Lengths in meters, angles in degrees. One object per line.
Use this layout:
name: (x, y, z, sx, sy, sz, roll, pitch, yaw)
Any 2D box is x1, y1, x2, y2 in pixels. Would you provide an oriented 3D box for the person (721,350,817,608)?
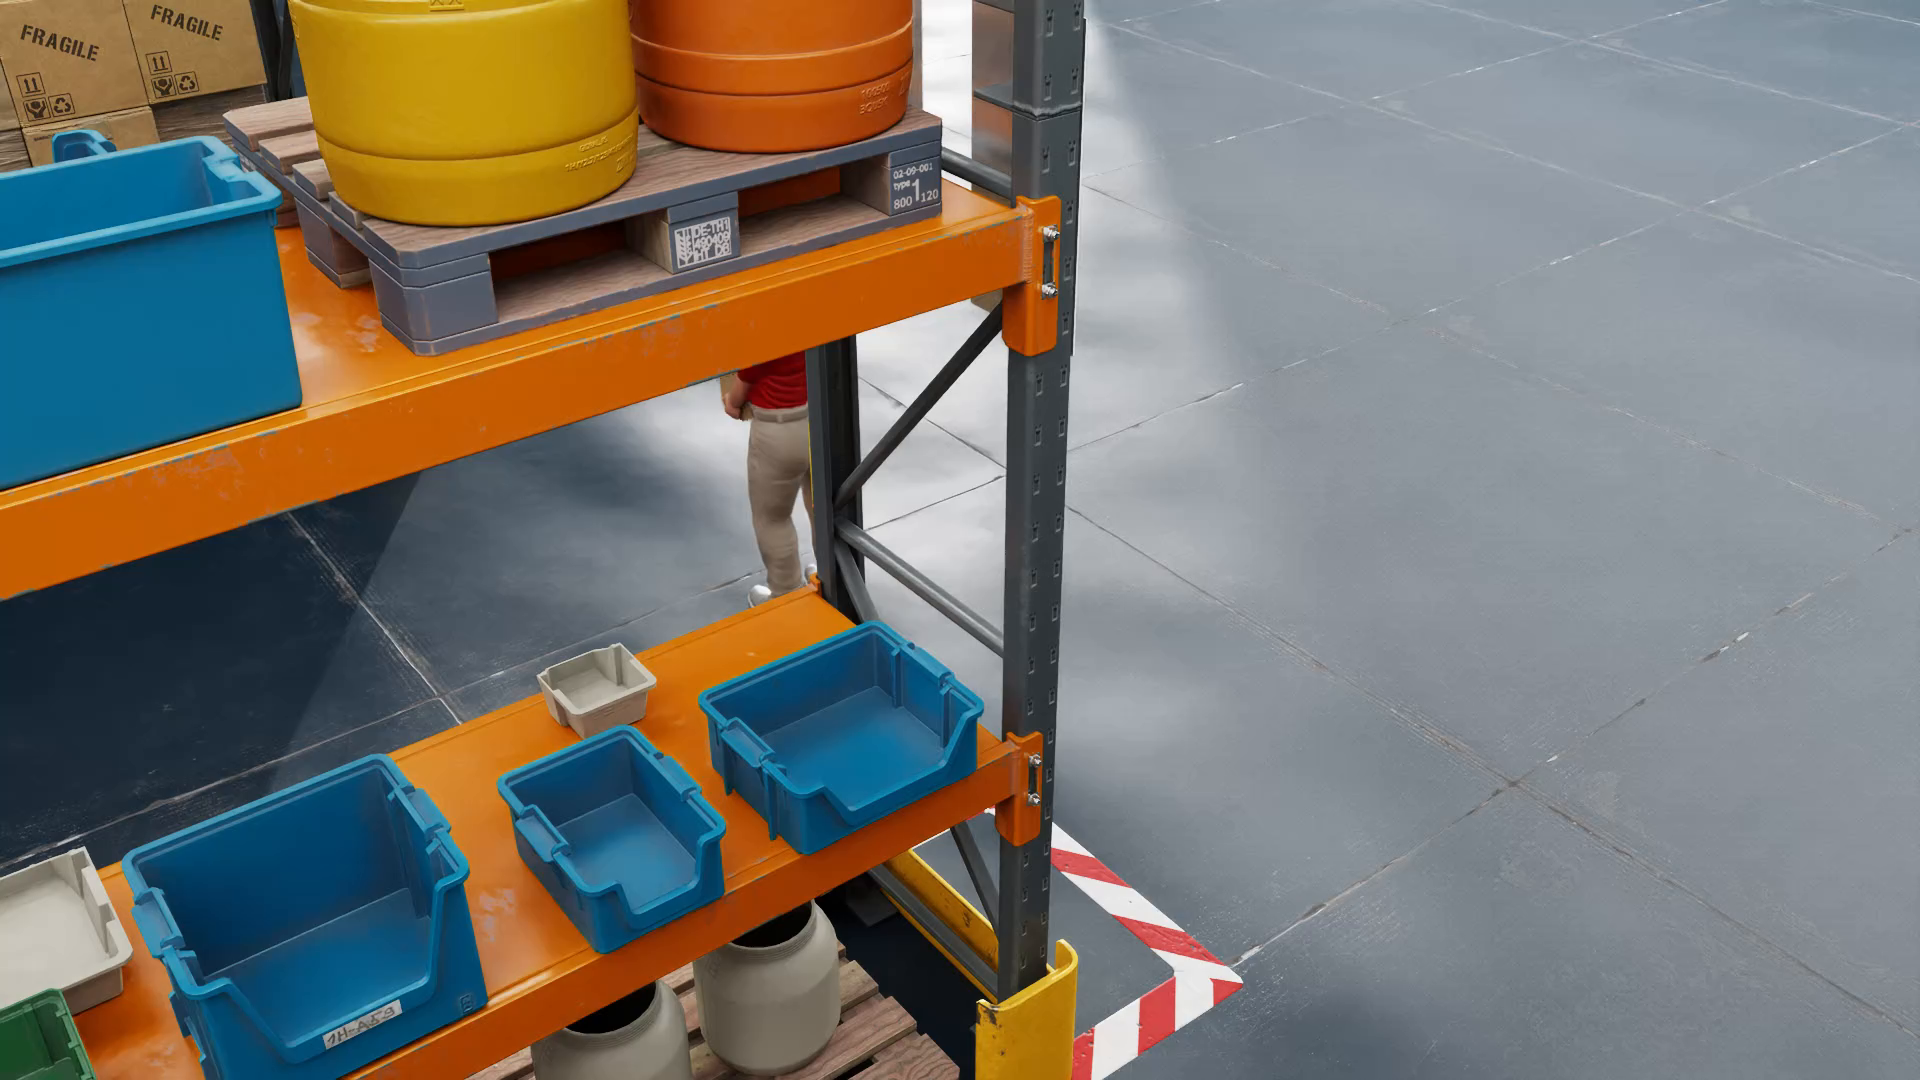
person: (-0.741, -0.469, 6.907, 0.499, 1.720, 0.529, -22, 38, -31)
